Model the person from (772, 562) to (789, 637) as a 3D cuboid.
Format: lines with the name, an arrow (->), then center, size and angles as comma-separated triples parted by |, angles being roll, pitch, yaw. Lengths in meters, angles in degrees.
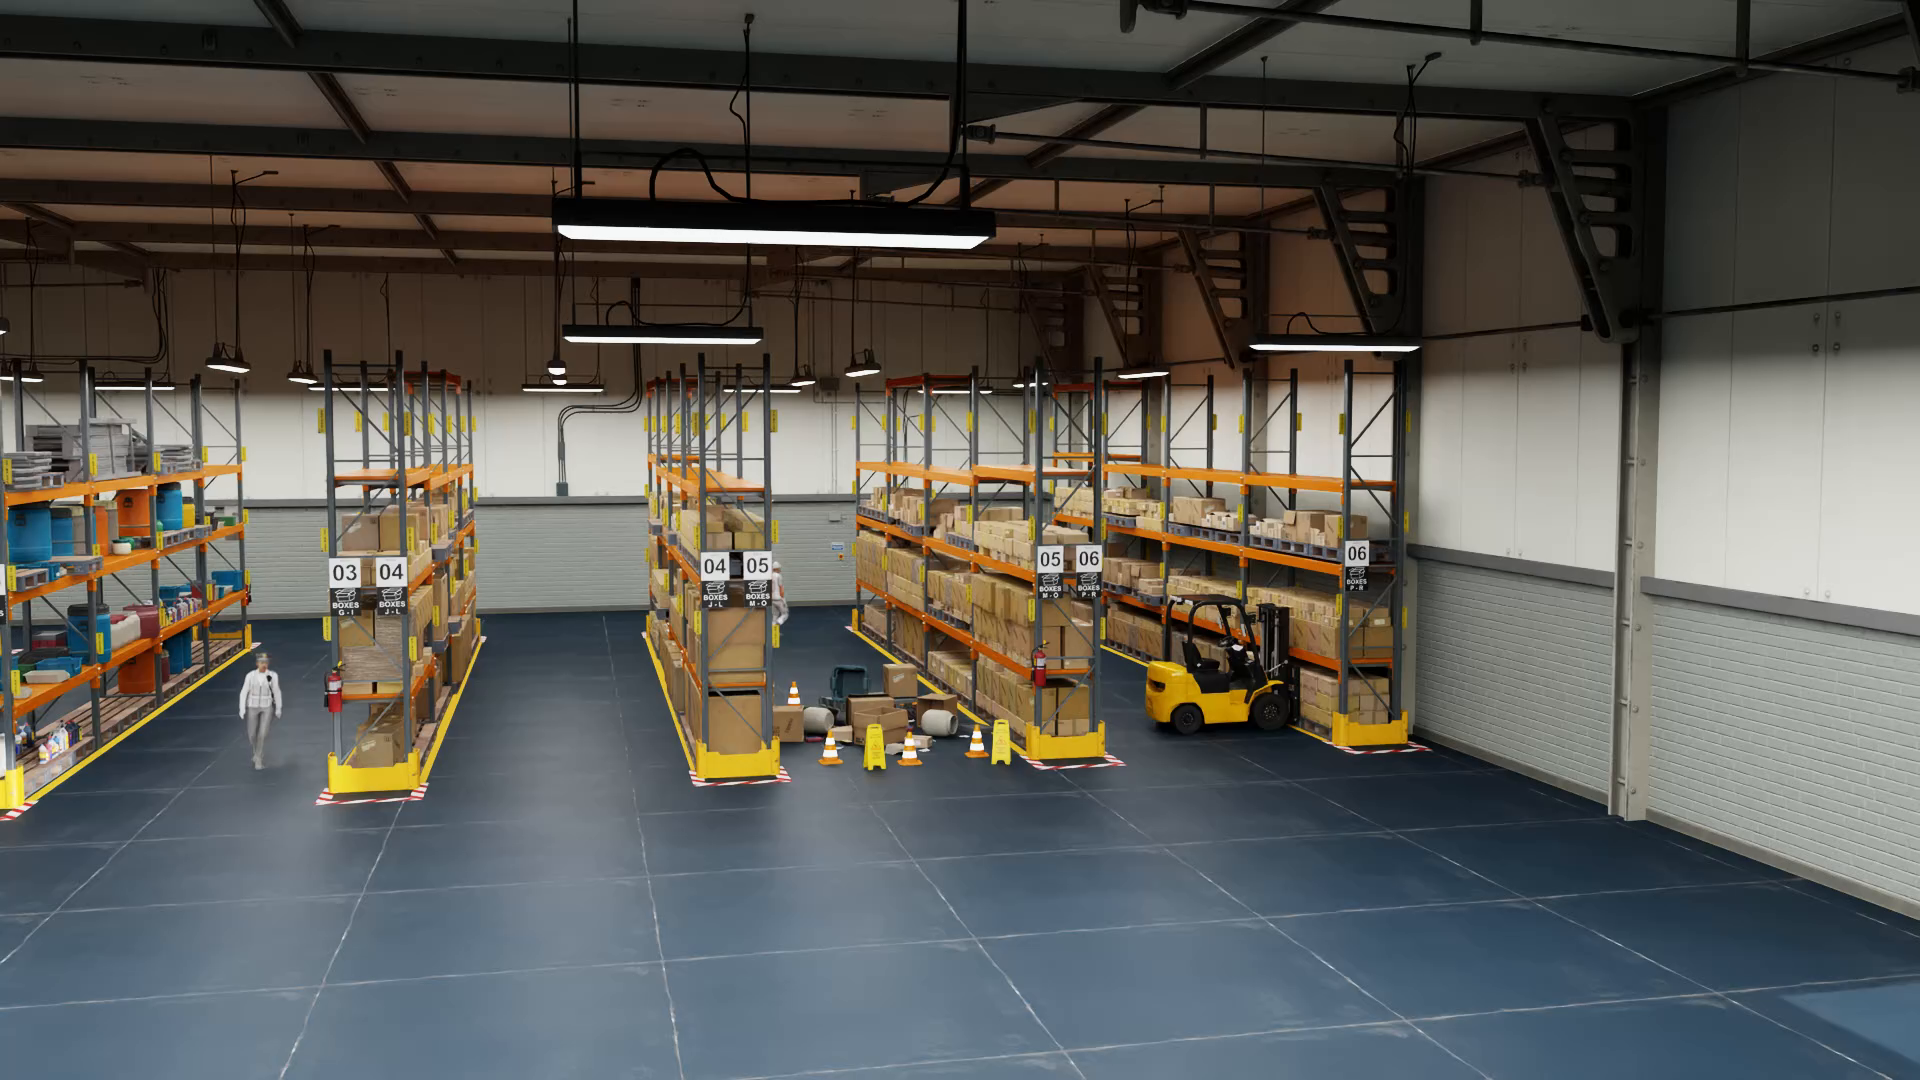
person -> -4.315, 1.406, 38.897 | 0.589, 1.791, 0.489 | 4, 5, 43

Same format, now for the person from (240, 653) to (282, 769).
person -> -10.266, 2.502, 24.424 | 0.564, 1.699, 0.665 | -1, 4, -19
